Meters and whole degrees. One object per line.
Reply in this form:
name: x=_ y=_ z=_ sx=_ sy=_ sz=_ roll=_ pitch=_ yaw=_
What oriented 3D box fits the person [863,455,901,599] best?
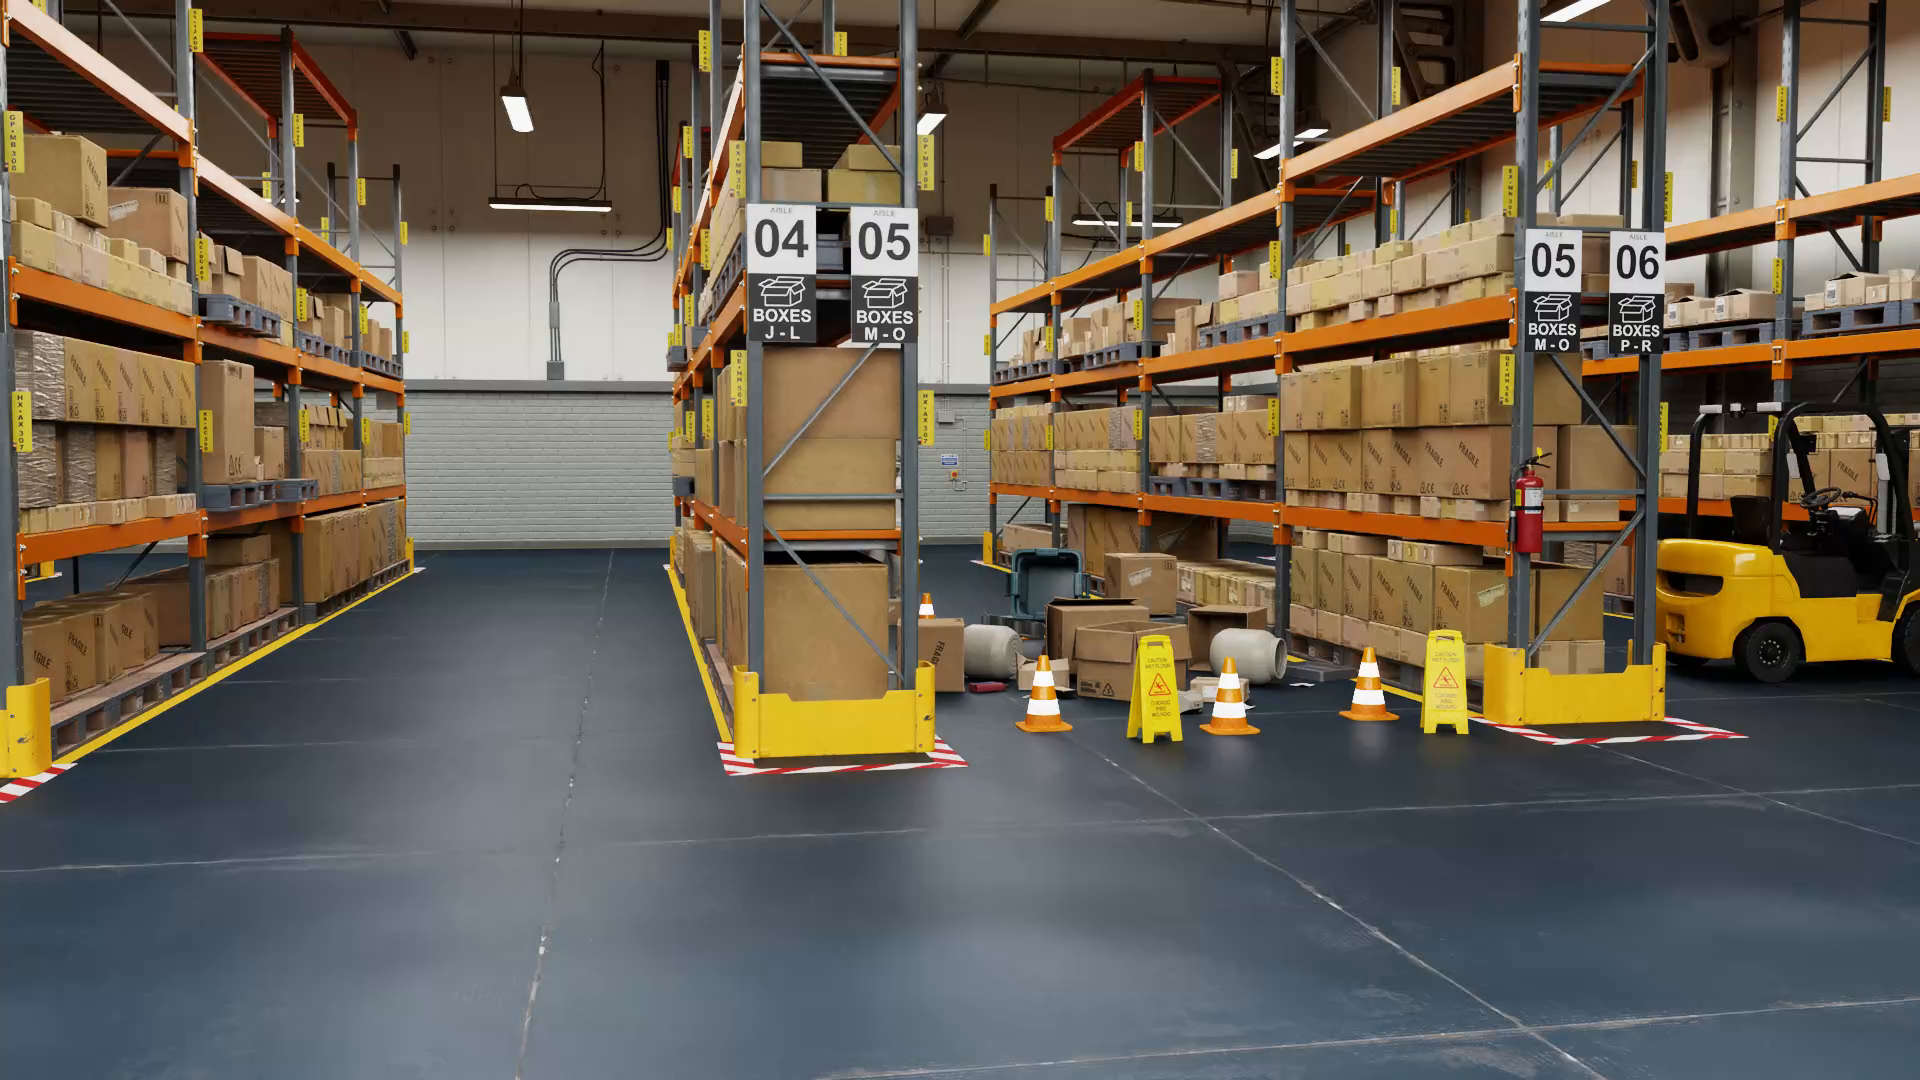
person: x=-0.760 y=-0.019 z=17.399 sx=0.604 sy=1.747 sz=0.437 roll=-1 pitch=3 yaw=-15
